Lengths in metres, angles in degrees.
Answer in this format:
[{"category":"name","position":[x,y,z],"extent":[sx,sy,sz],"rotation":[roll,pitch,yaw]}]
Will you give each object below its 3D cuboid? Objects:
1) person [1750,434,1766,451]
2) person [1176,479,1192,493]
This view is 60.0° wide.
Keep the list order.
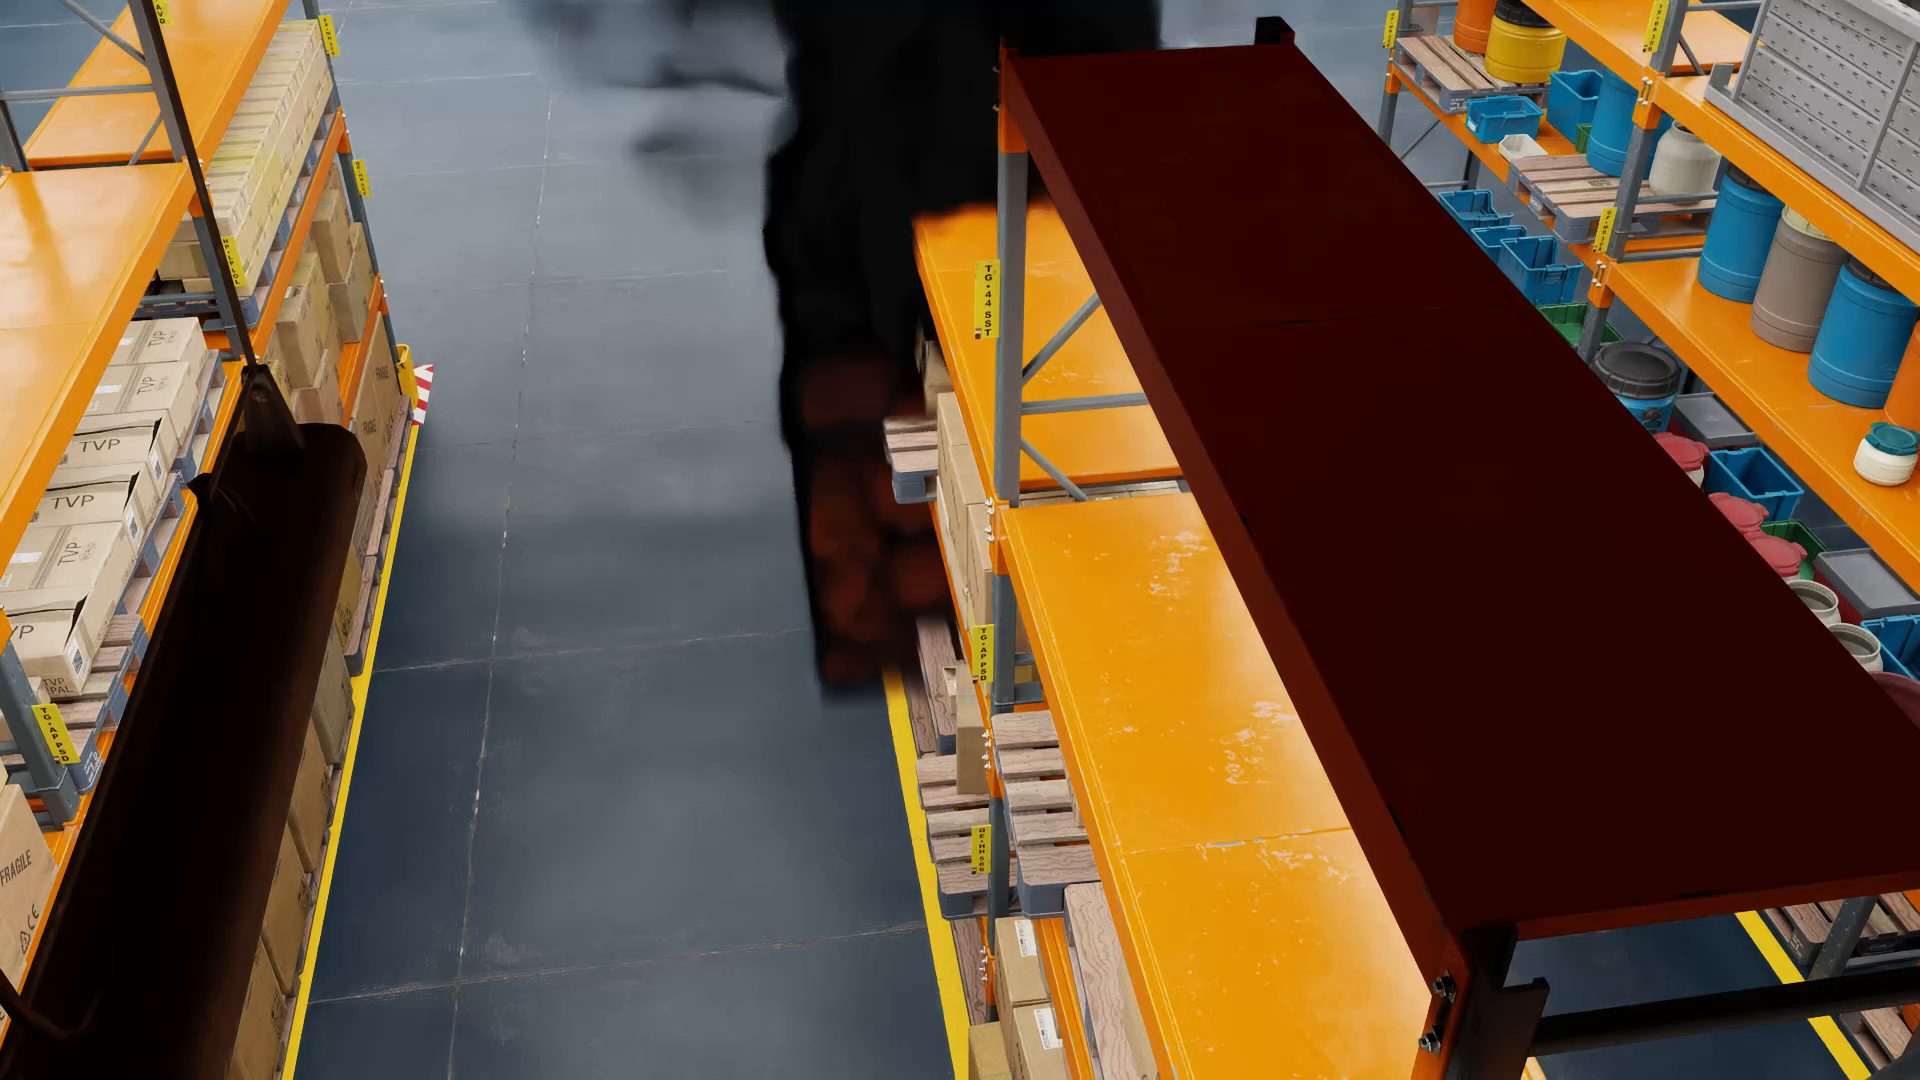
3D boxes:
[{"category":"person","position":[6.471,-0.963,13.392],"extent":[0.654,1.647,0.601],"rotation":[-6,37,-8]},{"category":"person","position":[1.858,-0.980,13.423],"extent":[0.593,1.632,0.568],"rotation":[-11,38,-15]}]
